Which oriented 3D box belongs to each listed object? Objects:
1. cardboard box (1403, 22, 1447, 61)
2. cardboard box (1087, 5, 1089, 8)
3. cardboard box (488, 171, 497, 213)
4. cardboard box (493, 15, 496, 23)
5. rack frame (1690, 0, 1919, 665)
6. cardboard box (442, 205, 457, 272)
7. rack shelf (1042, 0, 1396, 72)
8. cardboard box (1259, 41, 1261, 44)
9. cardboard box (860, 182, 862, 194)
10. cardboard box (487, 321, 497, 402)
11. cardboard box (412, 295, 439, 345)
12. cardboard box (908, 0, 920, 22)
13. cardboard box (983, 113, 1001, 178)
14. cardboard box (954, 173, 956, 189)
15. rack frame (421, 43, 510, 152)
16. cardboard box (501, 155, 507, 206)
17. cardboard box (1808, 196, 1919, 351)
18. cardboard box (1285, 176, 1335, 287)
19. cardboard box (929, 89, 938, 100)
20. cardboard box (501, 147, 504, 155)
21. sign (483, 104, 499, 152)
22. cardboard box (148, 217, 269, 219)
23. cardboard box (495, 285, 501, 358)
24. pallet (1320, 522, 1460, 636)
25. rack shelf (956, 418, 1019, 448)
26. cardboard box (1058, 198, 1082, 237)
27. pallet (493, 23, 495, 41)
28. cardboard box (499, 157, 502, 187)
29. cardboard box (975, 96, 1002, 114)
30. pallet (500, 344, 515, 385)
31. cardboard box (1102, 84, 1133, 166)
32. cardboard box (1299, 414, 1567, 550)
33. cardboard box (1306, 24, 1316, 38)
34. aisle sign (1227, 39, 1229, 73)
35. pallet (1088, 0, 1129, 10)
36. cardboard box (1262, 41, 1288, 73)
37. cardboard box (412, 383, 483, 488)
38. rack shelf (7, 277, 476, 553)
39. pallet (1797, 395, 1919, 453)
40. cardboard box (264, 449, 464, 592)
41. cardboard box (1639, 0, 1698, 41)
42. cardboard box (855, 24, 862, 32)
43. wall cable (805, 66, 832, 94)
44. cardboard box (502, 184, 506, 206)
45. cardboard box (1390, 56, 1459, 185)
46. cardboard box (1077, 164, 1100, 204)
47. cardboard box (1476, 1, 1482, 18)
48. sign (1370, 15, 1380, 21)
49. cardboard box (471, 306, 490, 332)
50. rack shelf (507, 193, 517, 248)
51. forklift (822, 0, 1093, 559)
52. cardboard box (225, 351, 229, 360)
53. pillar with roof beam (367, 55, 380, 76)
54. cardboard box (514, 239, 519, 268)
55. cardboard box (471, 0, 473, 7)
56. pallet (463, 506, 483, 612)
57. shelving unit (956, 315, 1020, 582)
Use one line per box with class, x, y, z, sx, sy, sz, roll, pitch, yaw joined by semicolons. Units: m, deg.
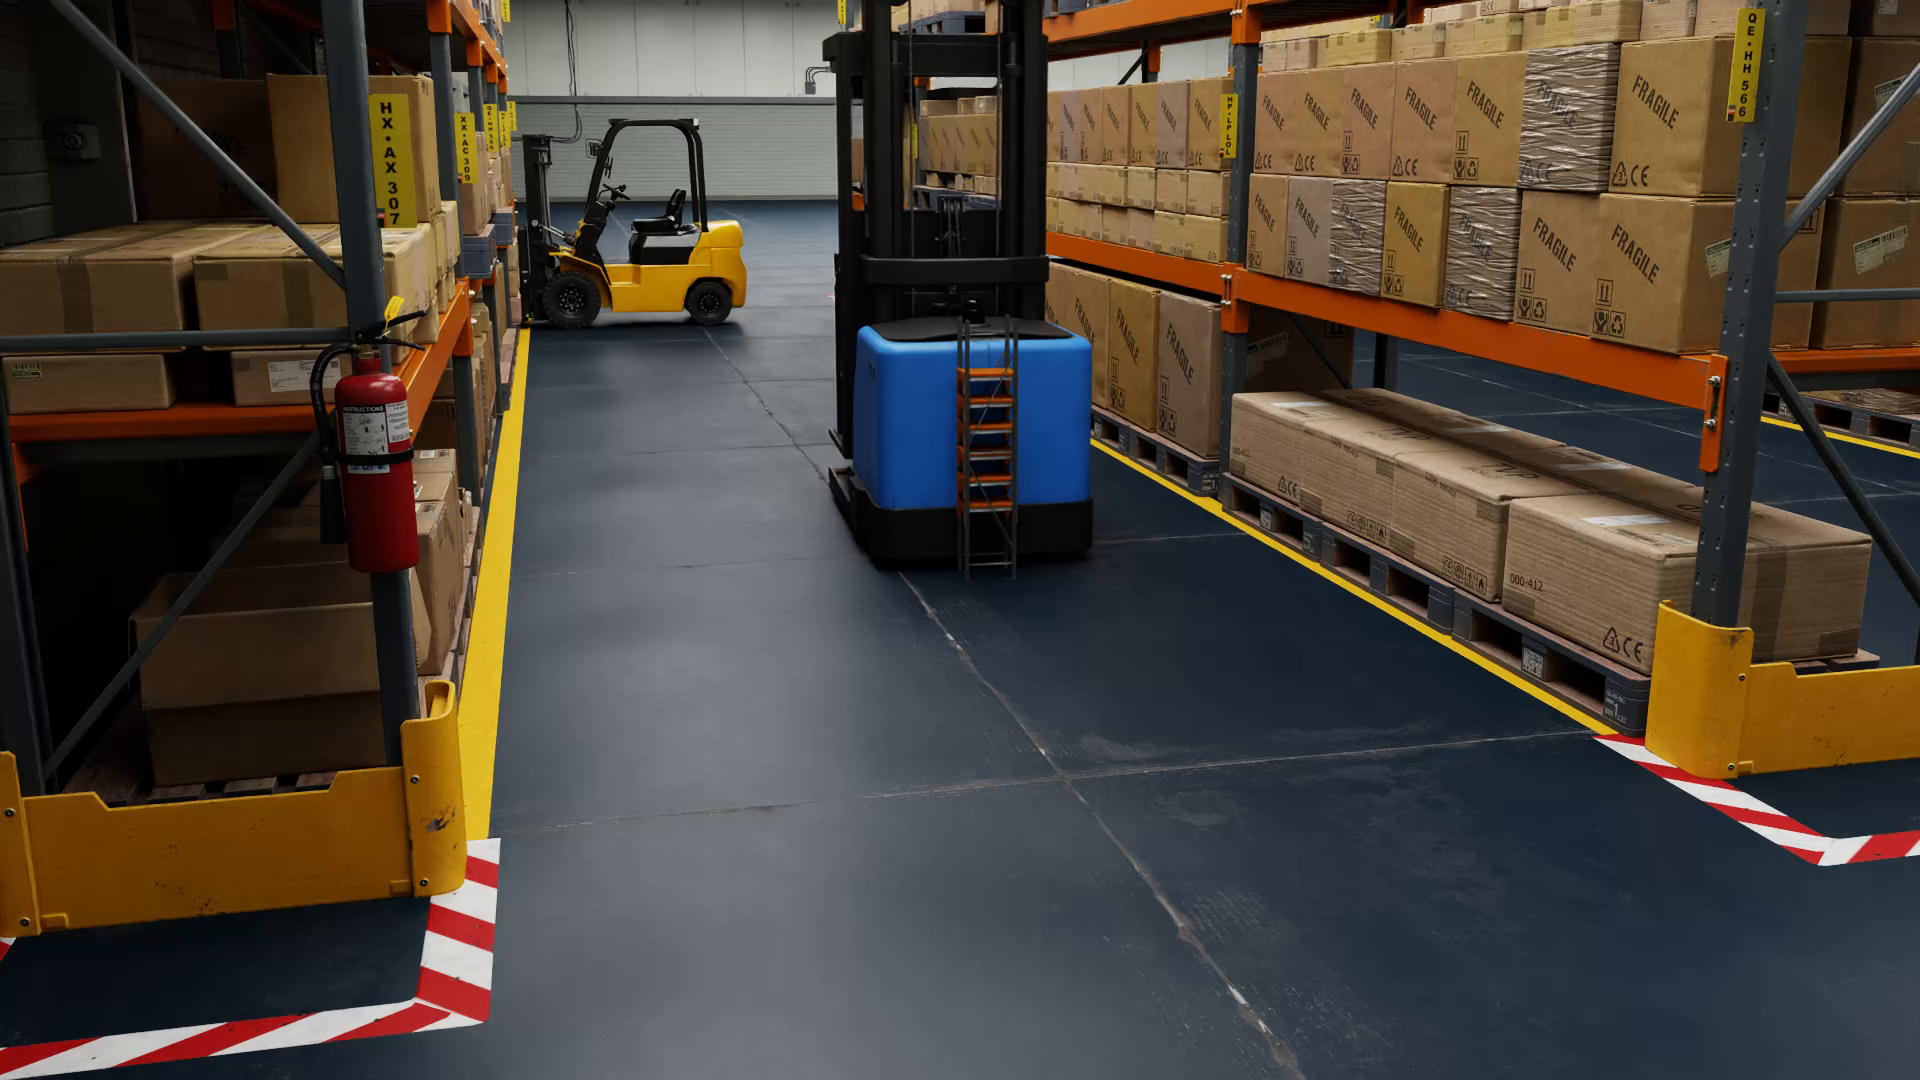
cardboard box;2.105;-2.100;7.017;0.380;0.149;0.250;-3;14;-13
cardboard box;1.096;-4.030;12.811;0.380;0.149;0.250;-3;14;-13
cardboard box;-3.257;-2.241;10.711;0.500;0.250;0.500;-4;14;-16
cardboard box;-4.750;-5.143;16.273;0.380;0.149;0.250;-3;14;-11
rack frame;2.883;-0.767;5.247;1.000;3.000;0.127;-3;14;-13
cardboard box;-2.391;-1.265;6.976;0.500;0.250;0.500;-3;14;-13
rack shelf;1.474;-3.259;10.642;1.077;0.370;4.000;-3;14;-13
cardboard box;3.801;-6.132;20.318;0.380;0.149;0.250;-3;14;-13
cardboard box;-0.996;-4.246;20.017;0.380;0.149;0.250;-3;14;-13
cardboard box;-3.511;-1.239;11.562;0.500;0.500;0.500;-3;14;-12
cardboard box;-2.005;-0.759;5.742;0.380;0.149;0.250;-4;14;-15
cardboard box;-0.187;-4.967;15.547;0.500;0.250;0.500;-4;14;-15
cardboard box;0.496;-3.218;13.556;0.500;0.500;0.500;-4;14;-14
cardboard box;0.155;-3.234;14.990;0.380;0.149;0.250;-3;14;-13
rack frame;-5.698;-4.181;19.219;1.000;3.000;0.127;-3;14;-13
cardboard box;-4.609;-3.424;15.909;0.500;0.500;0.500;-4;14;-15
cardboard box;3.050;-0.943;5.754;0.500;0.500;0.500;-3;14;-14
cardboard box;1.914;-1.499;8.033;0.500;0.500;0.500;-3;14;-13
cardboard box;0.074;-4.447;17.365;0.700;0.500;0.500;-3;14;-13
cardboard box;-4.714;-3.889;16.448;0.380;0.149;0.250;-3;14;-12
sign;-3.294;-2.892;11.670;0.100;0.325;0.005;-3;14;-13
cardboard box;-2.782;-1.120;6.382;0.500;0.250;0.500;-3;14;-12
cardboard box;-4.272;-1.836;13.740;0.875;0.625;0.625;-4;14;-16
pallet;2.337;0.126;7.465;1.003;0.211;1.213;-3;14;-13
rack shelf;0.124;-0.489;7.582;0.258;0.103;0.180;-2;14;-10
cardboard box;1.013;-2.296;11.819;0.500;0.250;0.500;-4;14;-15
pallet;-4.984;-4.867;15.896;1.003;0.211;1.213;-3;14;-13
cardboard box;-4.267;-3.211;14.511;0.500;0.250;0.500;-4;14;-15
cardboard box;0.346;-3.687;14.108;0.380;0.149;0.250;-4;14;-16
pallet;-4.258;-1.454;13.932;1.003;0.211;1.213;-3;14;-13
cardboard box;1.230;-2.669;10.714;0.500;0.500;0.500;-3;14;-12
cardboard box;2.198;-0.292;7.816;0.875;0.438;0.875;-4;14;-15
cardboard box;4.156;-5.782;18.889;0.380;0.149;0.250;-3;14;-14
aisle sign;3.605;-6.020;21.270;0.394;0.787;0.004;-3;14;-13
pallet;1.473;-3.575;10.817;1.003;0.211;1.213;-3;14;-11
cardboard box;1.766;-2.452;8.459;0.380;0.149;0.250;-3;14;-14
cardboard box;-2.775;-0.526;8.643;0.500;0.500;0.500;-3;14;-11
rack shelf;-2.410;-0.602;6.085;1.077;0.370;4.000;-3;14;-13
pallet;6.548;-0.814;11.315;1.003;0.211;1.213;-3;14;-13
cardboard box;-2.399;-0.065;6.754;0.700;0.500;0.500;-4;14;-15
cardboard box;2.522;-1.746;5.567;0.380;0.149;0.250;-3;14;-12
cardboard box;-0.906;-5.740;18.969;0.500;0.250;0.500;-3;14;-14
wall cable;-3.631;-16.736;50.803;2.305;6.003;0.169;-3;14;-13
cardboard box;-4.386;-3.084;15.044;0.500;0.250;0.500;-3;14;-12
cardboard box;2.158;-1.749;6.947;0.500;0.500;0.500;-3;14;-14
cardboard box;1.109;-2.417;11.263;0.500;0.250;0.500;-3;14;-13
cardboard box;5.086;-5.036;15.586;0.396;0.266;0.258;-3;14;-13
sign;4.314;-5.550;17.248;0.100;0.325;0.005;-3;14;-13
cardboard box;-3.363;-1.479;11.176;0.380;0.149;0.250;-4;14;-16
rack shelf;-5.229;-3.370;17.416;1.077;0.370;4.000;-3;14;-13
forklift;-0.136;-1.634;8.941;1.130;2.935;3.031;-2;14;-10
cardboard box;-2.478;-0.668;5.371;0.380;0.149;0.250;-4;14;-15
pillar with roof beam;-2.226;-7.124;18.627;9.100;9.000;0.400;-3;14;-13
cardboard box;-4.678;-2.860;16.614;0.500;0.250;0.500;-3;14;-13
cardboard box;-3.463;-3.615;10.898;0.500;0.250;0.500;-4;14;-15
pallet;-2.720;0.101;7.571;1.003;0.211;1.213;-3;14;-13
shelving unit;0.124;-0.416;7.600;0.258;1.200;0.189;-2;14;-10
